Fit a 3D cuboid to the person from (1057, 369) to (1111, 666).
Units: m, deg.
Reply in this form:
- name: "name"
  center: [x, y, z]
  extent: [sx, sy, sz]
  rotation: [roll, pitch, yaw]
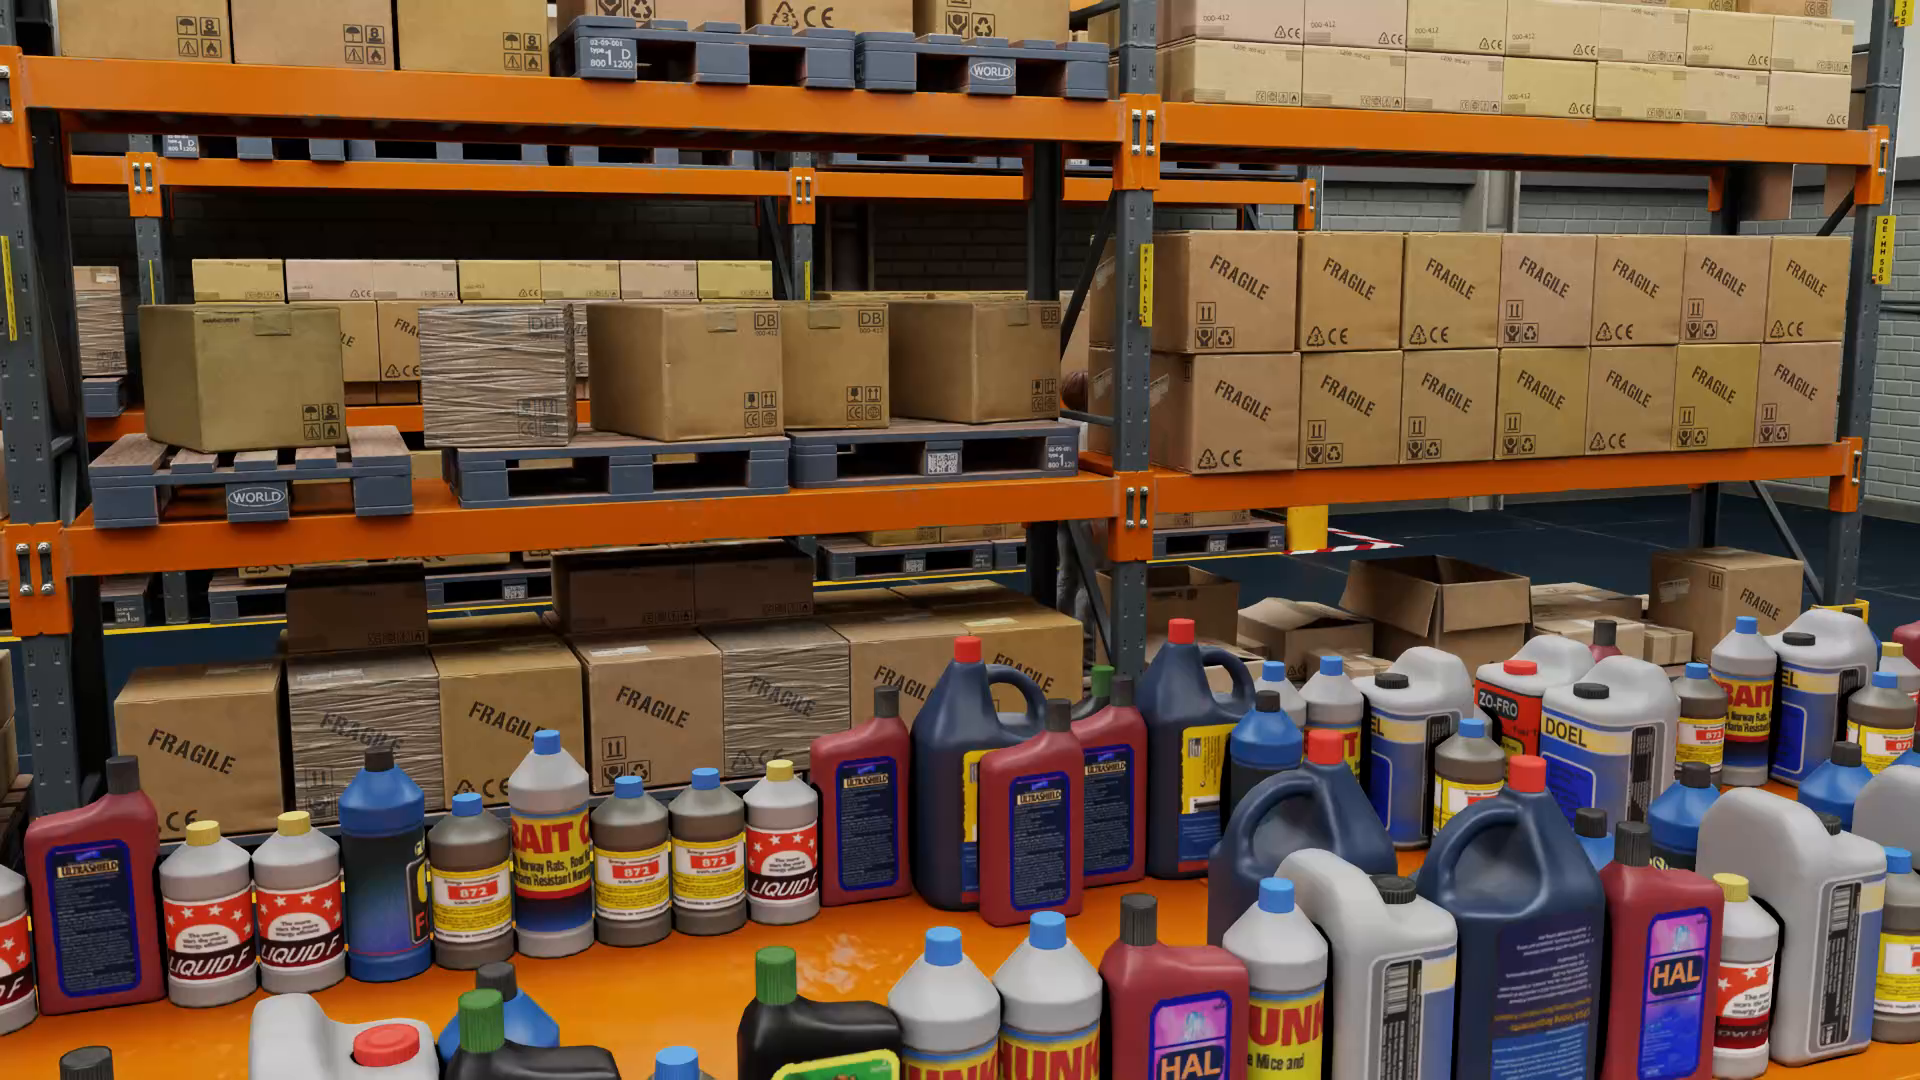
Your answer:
- name: "person"
  center: [0.656, -0.107, 9.024]
  extent: [0.319, 1.631, 0.449]
  rotation: [-4, 10, -21]
